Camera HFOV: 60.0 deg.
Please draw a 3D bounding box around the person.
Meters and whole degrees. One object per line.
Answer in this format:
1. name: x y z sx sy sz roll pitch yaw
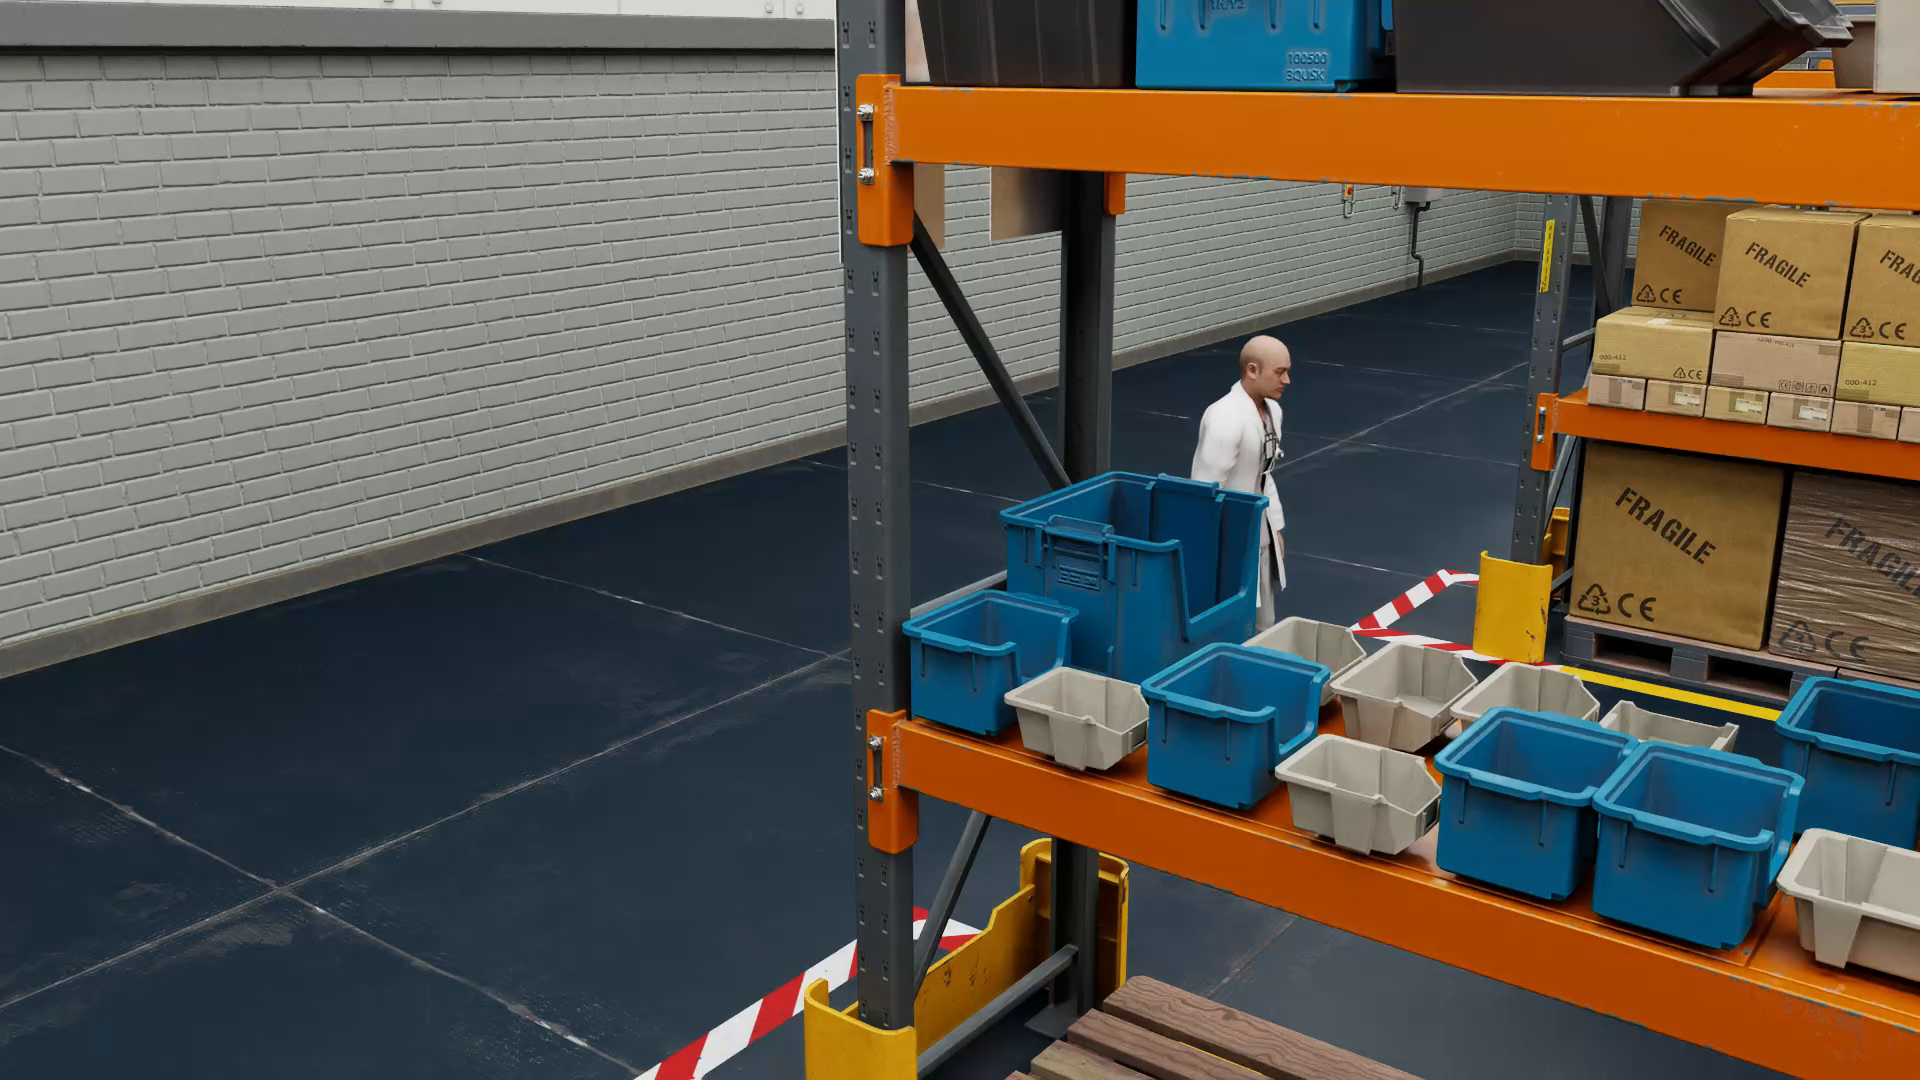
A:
1. person: 1.179 0.023 6.984 0.415 1.774 0.654 11 20 34
